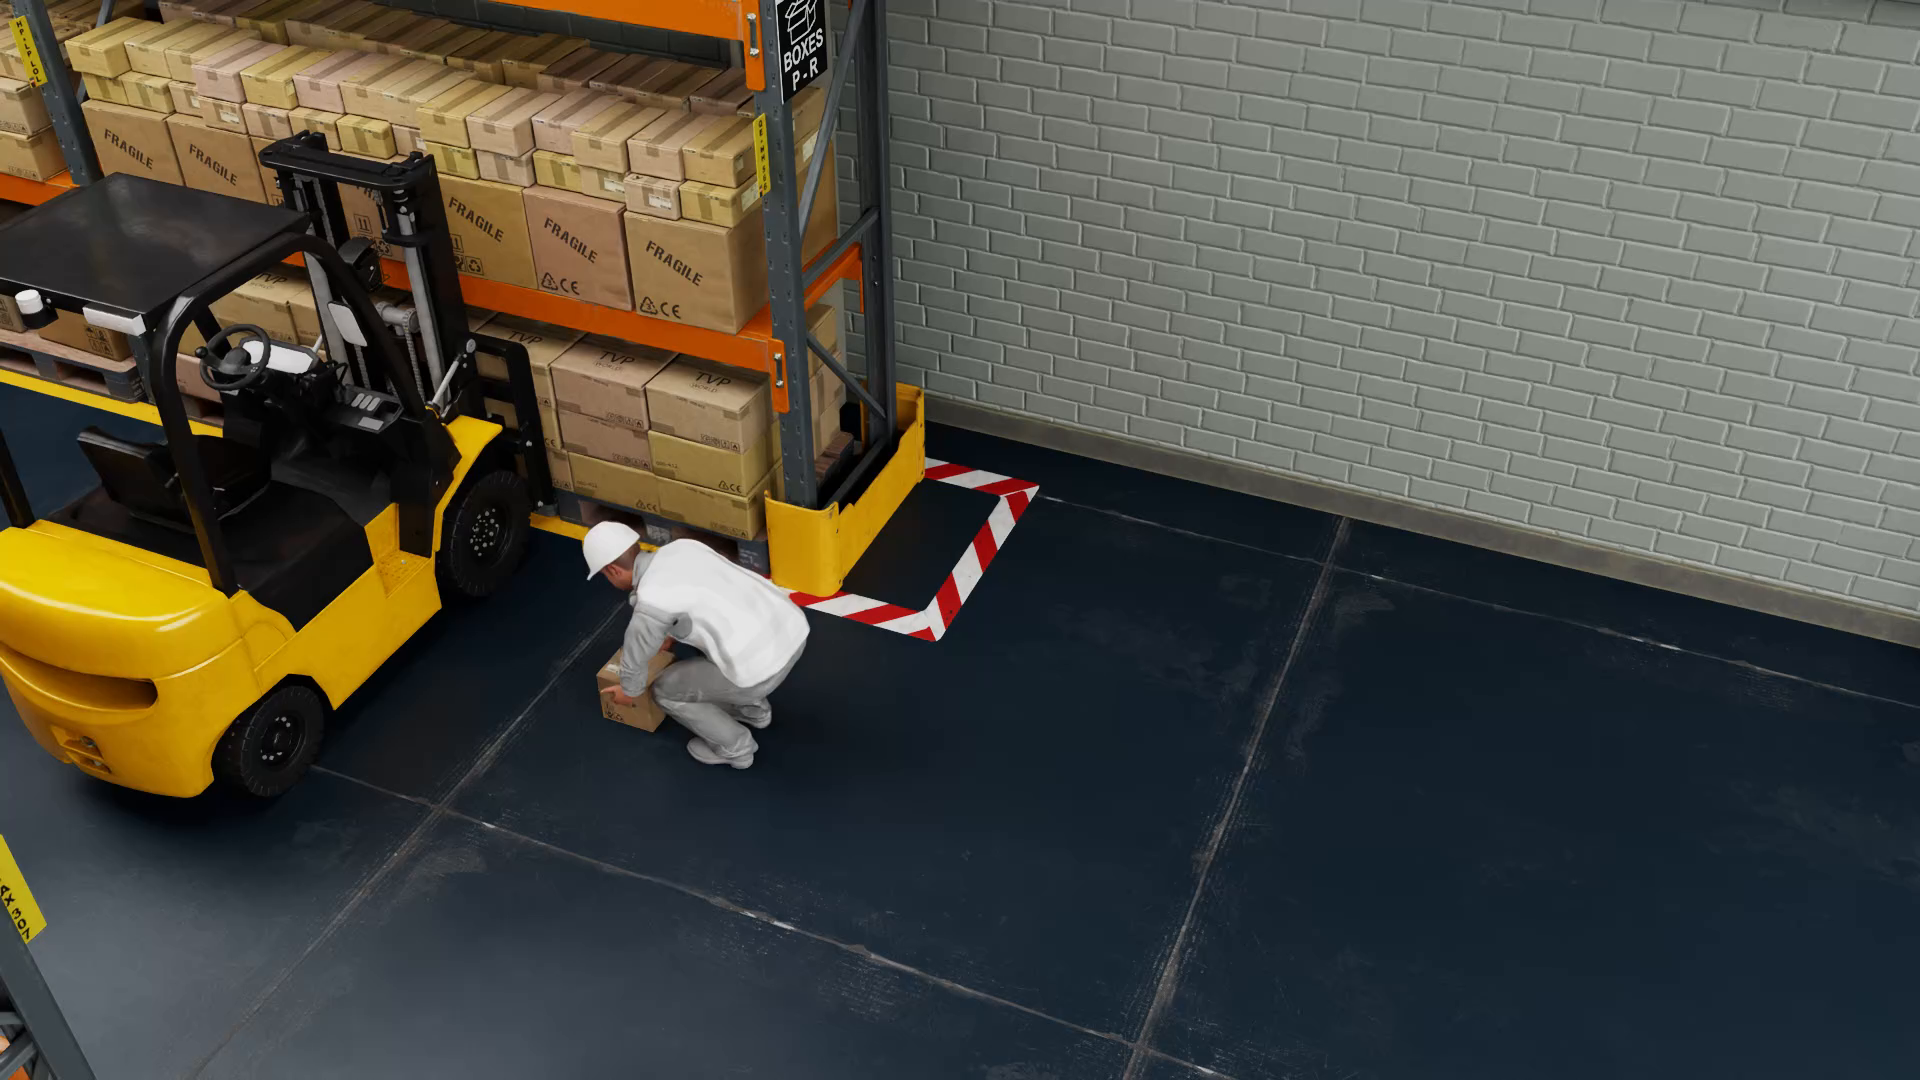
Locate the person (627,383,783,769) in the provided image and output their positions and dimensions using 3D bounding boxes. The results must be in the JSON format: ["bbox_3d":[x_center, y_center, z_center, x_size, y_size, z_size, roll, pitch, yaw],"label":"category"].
[{"bbox_3d":[-1.018,0.144,6.628,0.584,1.756,0.484,13,39,17],"label":"person"}]
